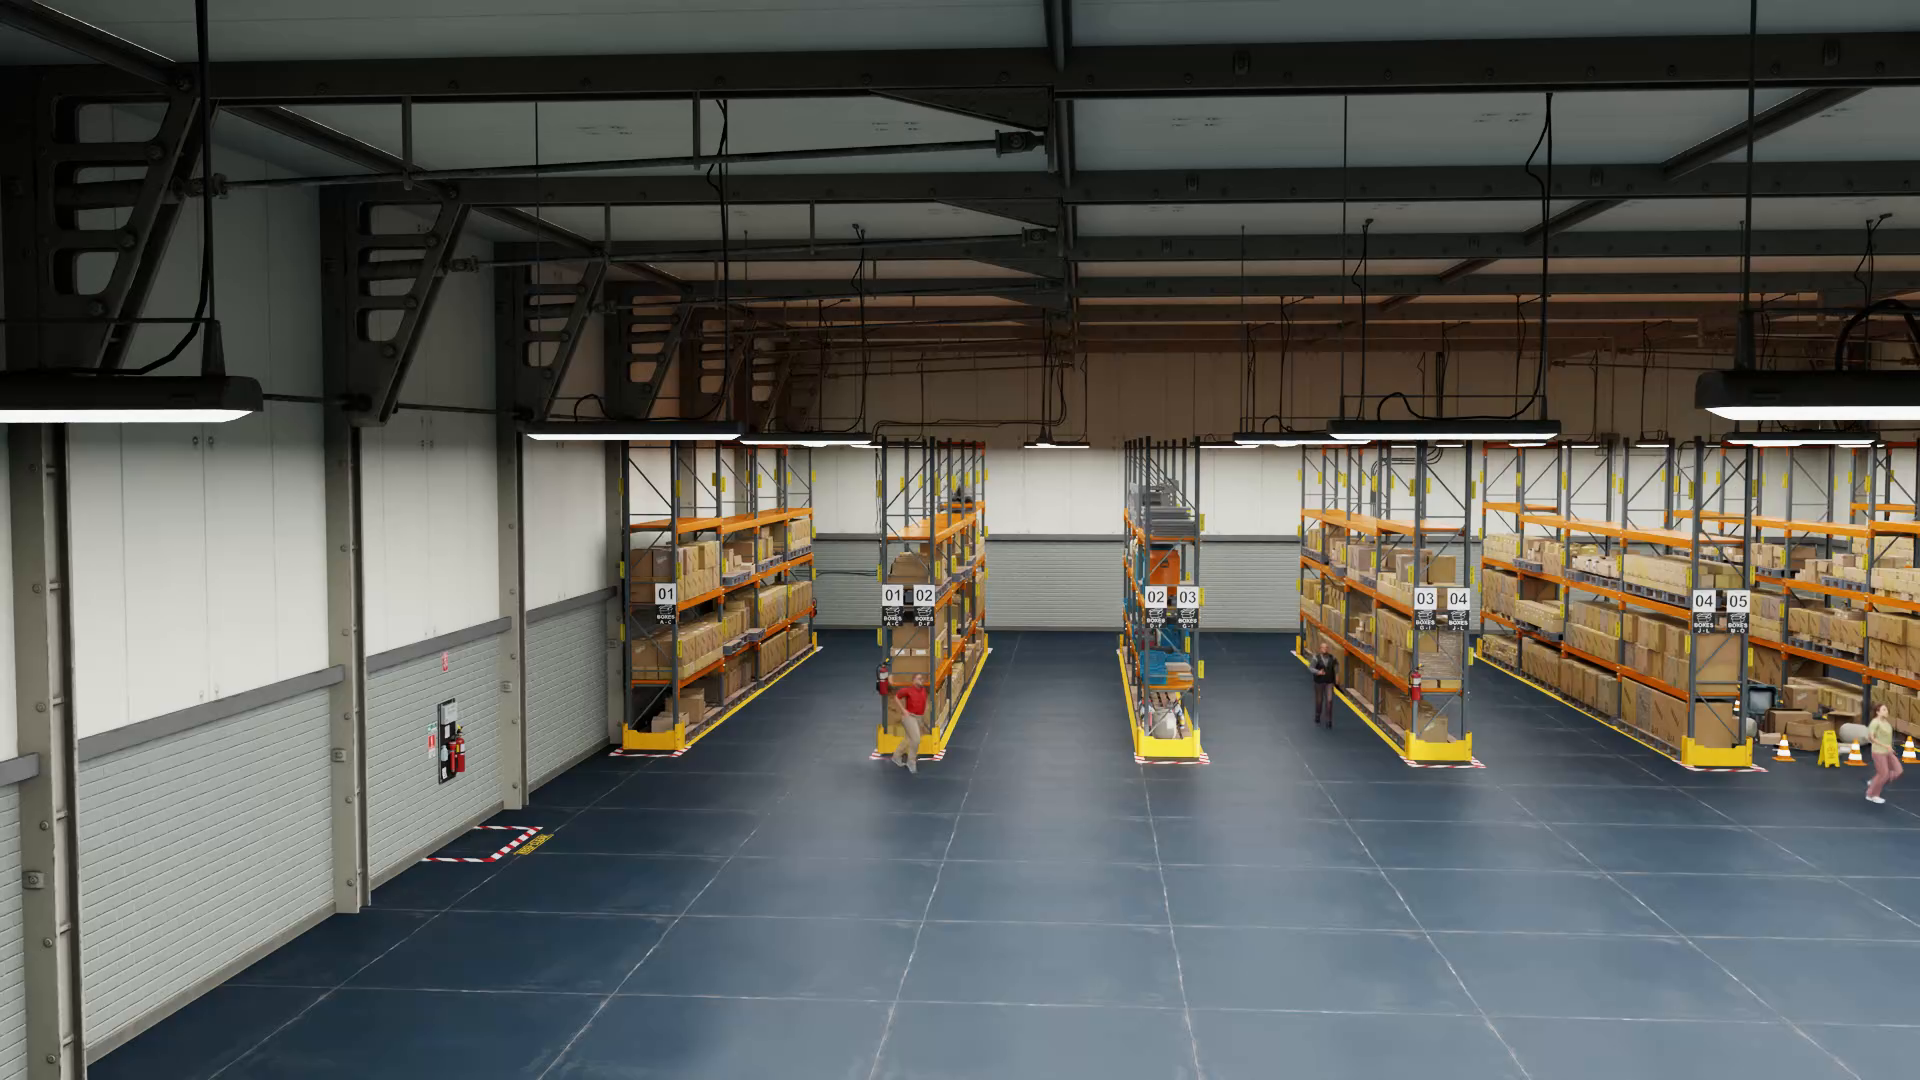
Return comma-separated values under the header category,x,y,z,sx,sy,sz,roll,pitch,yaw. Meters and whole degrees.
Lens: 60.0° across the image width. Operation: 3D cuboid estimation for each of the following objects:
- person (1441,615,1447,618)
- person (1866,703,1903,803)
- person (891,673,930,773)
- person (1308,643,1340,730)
category,x,y,z,sx,sy,sz,roll,pitch,yaw
person,13.064,2.481,44.512,0.665,1.737,0.671,0,3,5
person,15.026,3.461,27.047,0.590,1.629,0.512,-2,4,-37
person,-0.858,3.283,29.920,0.783,1.790,0.644,2,4,36
person,7.560,3.017,34.548,0.668,1.783,0.792,0,3,4
